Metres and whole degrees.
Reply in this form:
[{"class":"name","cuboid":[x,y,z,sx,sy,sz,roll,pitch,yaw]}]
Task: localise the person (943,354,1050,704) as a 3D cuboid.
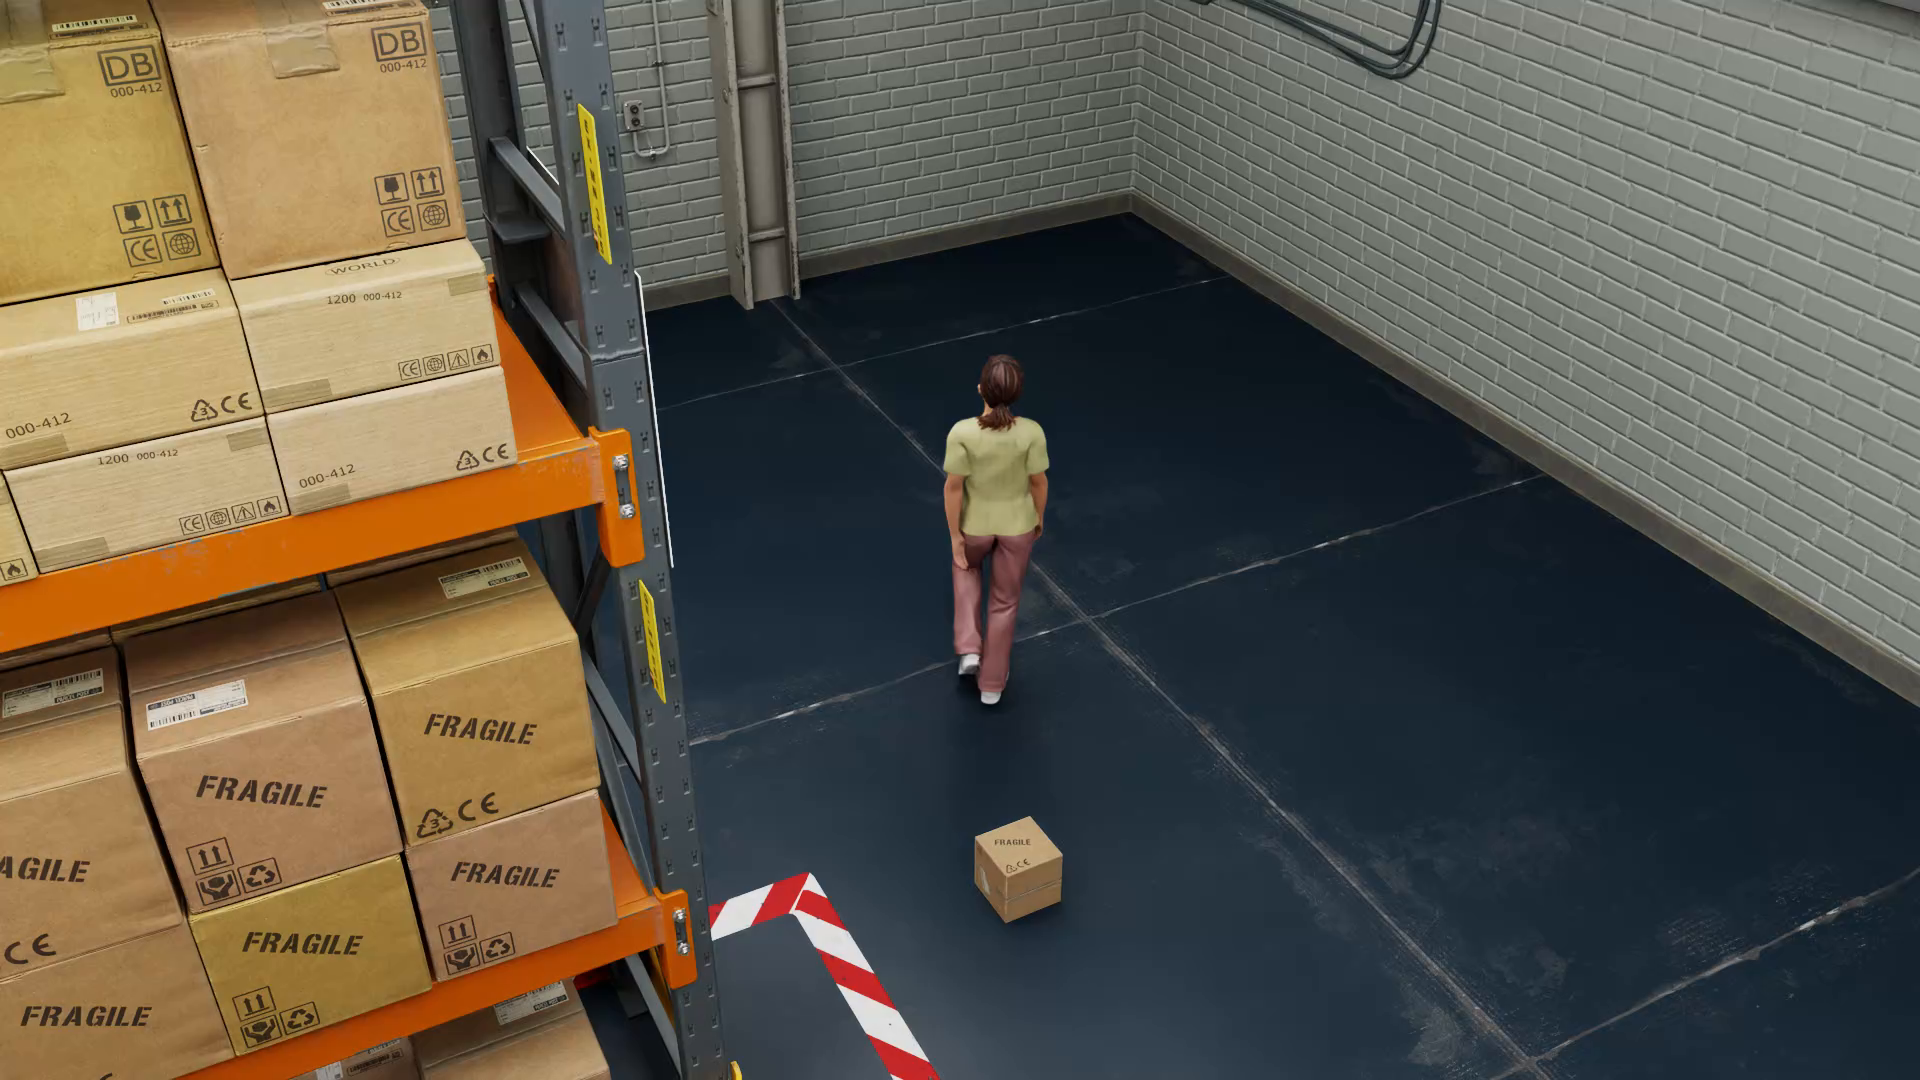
[{"class":"person","cuboid":[0.159,-0.054,7.213,0.442,1.692,0.469,2,33,4]}]
